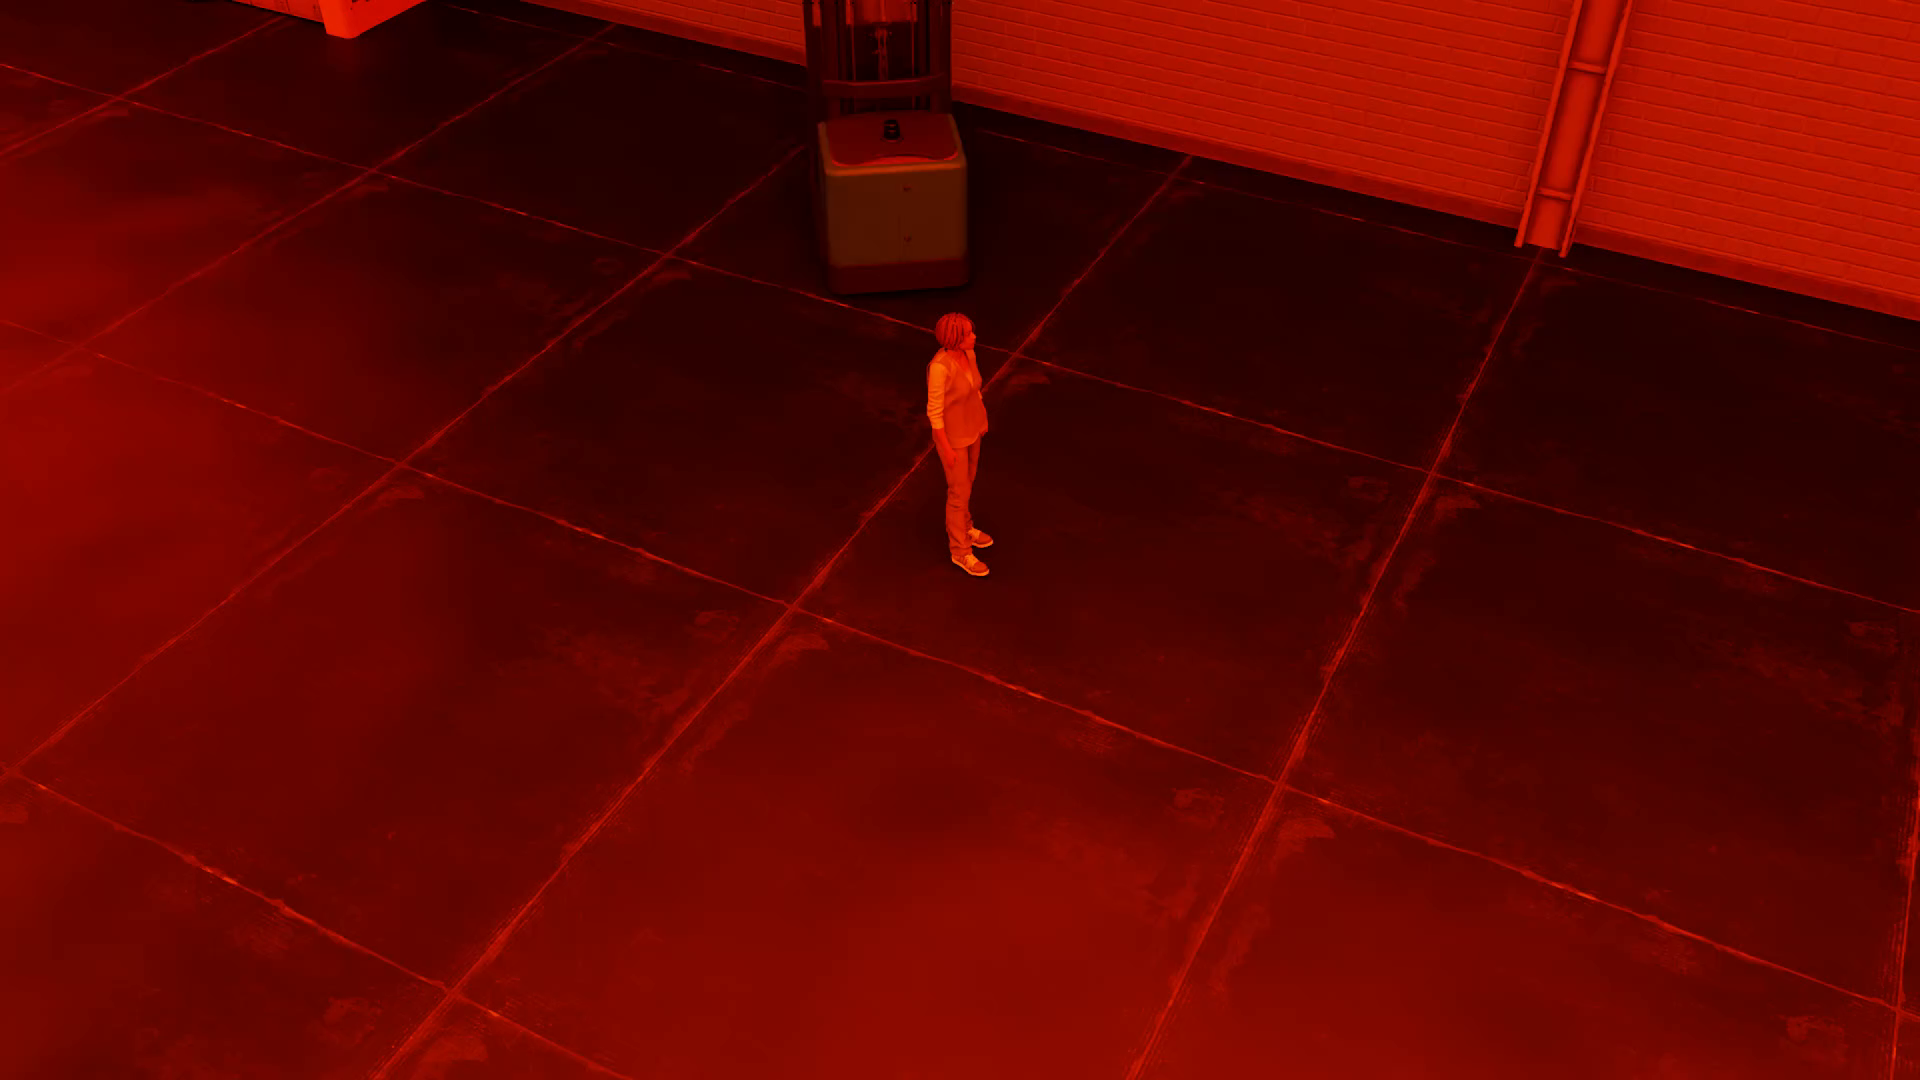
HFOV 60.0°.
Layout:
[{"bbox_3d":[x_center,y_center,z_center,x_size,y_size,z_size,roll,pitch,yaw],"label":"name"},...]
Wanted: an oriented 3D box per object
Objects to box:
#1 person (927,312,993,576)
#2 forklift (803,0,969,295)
[{"bbox_3d":[0.060,-0.586,9.707,0.473,1.599,0.521,18,43,21],"label":"person"},{"bbox_3d":[-0.644,-3.885,12.600,1.130,2.935,3.031,-5,40,-6],"label":"forklift"}]
